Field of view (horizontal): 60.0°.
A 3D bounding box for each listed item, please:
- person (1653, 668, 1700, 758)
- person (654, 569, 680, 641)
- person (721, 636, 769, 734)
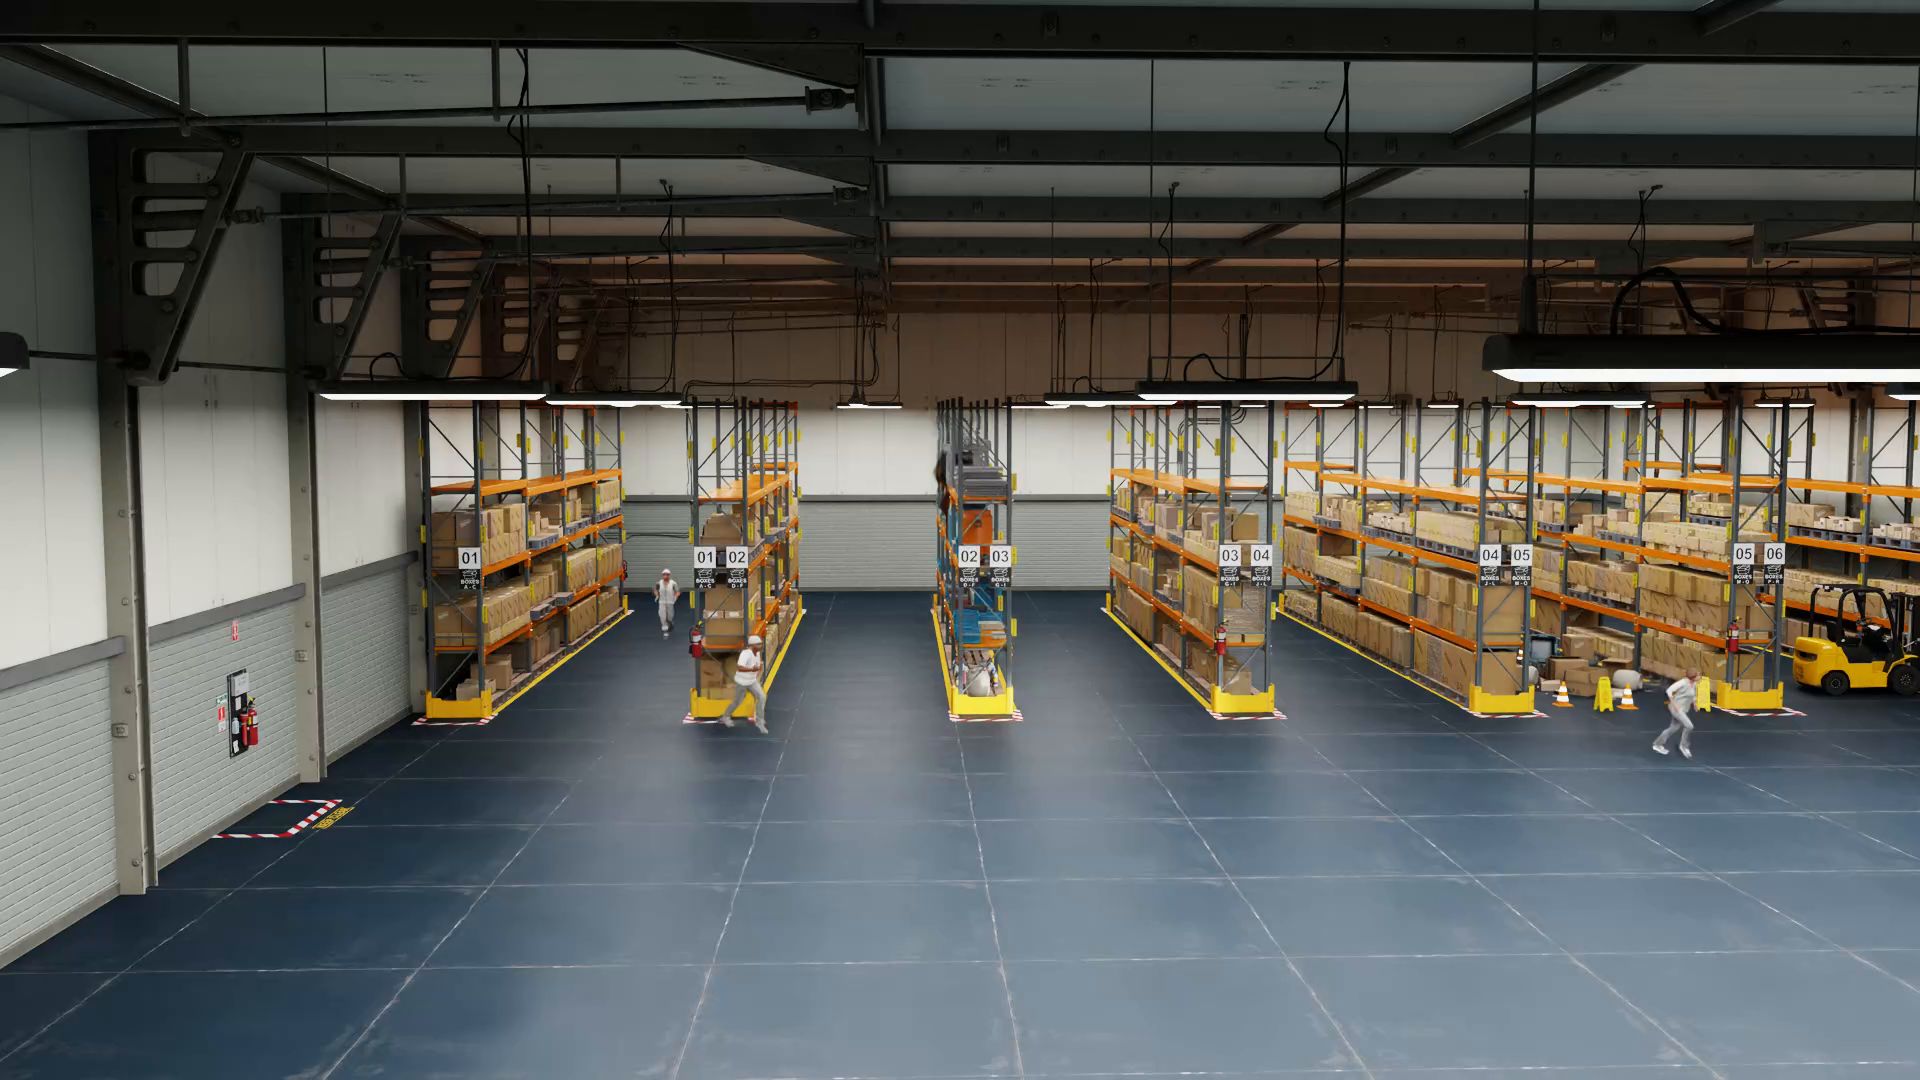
[{"bbox_3d":[11.937,2.847,27.686,0.560,1.526,0.735,-3,5,-35],"label":"person"},{"bbox_3d":[-7.391,1.620,41.861,0.655,1.774,0.840,0,4,-3],"label":"person"},{"bbox_3d":[-3.865,2.574,29.690,0.981,1.775,0.694,3,5,31],"label":"person"}]
